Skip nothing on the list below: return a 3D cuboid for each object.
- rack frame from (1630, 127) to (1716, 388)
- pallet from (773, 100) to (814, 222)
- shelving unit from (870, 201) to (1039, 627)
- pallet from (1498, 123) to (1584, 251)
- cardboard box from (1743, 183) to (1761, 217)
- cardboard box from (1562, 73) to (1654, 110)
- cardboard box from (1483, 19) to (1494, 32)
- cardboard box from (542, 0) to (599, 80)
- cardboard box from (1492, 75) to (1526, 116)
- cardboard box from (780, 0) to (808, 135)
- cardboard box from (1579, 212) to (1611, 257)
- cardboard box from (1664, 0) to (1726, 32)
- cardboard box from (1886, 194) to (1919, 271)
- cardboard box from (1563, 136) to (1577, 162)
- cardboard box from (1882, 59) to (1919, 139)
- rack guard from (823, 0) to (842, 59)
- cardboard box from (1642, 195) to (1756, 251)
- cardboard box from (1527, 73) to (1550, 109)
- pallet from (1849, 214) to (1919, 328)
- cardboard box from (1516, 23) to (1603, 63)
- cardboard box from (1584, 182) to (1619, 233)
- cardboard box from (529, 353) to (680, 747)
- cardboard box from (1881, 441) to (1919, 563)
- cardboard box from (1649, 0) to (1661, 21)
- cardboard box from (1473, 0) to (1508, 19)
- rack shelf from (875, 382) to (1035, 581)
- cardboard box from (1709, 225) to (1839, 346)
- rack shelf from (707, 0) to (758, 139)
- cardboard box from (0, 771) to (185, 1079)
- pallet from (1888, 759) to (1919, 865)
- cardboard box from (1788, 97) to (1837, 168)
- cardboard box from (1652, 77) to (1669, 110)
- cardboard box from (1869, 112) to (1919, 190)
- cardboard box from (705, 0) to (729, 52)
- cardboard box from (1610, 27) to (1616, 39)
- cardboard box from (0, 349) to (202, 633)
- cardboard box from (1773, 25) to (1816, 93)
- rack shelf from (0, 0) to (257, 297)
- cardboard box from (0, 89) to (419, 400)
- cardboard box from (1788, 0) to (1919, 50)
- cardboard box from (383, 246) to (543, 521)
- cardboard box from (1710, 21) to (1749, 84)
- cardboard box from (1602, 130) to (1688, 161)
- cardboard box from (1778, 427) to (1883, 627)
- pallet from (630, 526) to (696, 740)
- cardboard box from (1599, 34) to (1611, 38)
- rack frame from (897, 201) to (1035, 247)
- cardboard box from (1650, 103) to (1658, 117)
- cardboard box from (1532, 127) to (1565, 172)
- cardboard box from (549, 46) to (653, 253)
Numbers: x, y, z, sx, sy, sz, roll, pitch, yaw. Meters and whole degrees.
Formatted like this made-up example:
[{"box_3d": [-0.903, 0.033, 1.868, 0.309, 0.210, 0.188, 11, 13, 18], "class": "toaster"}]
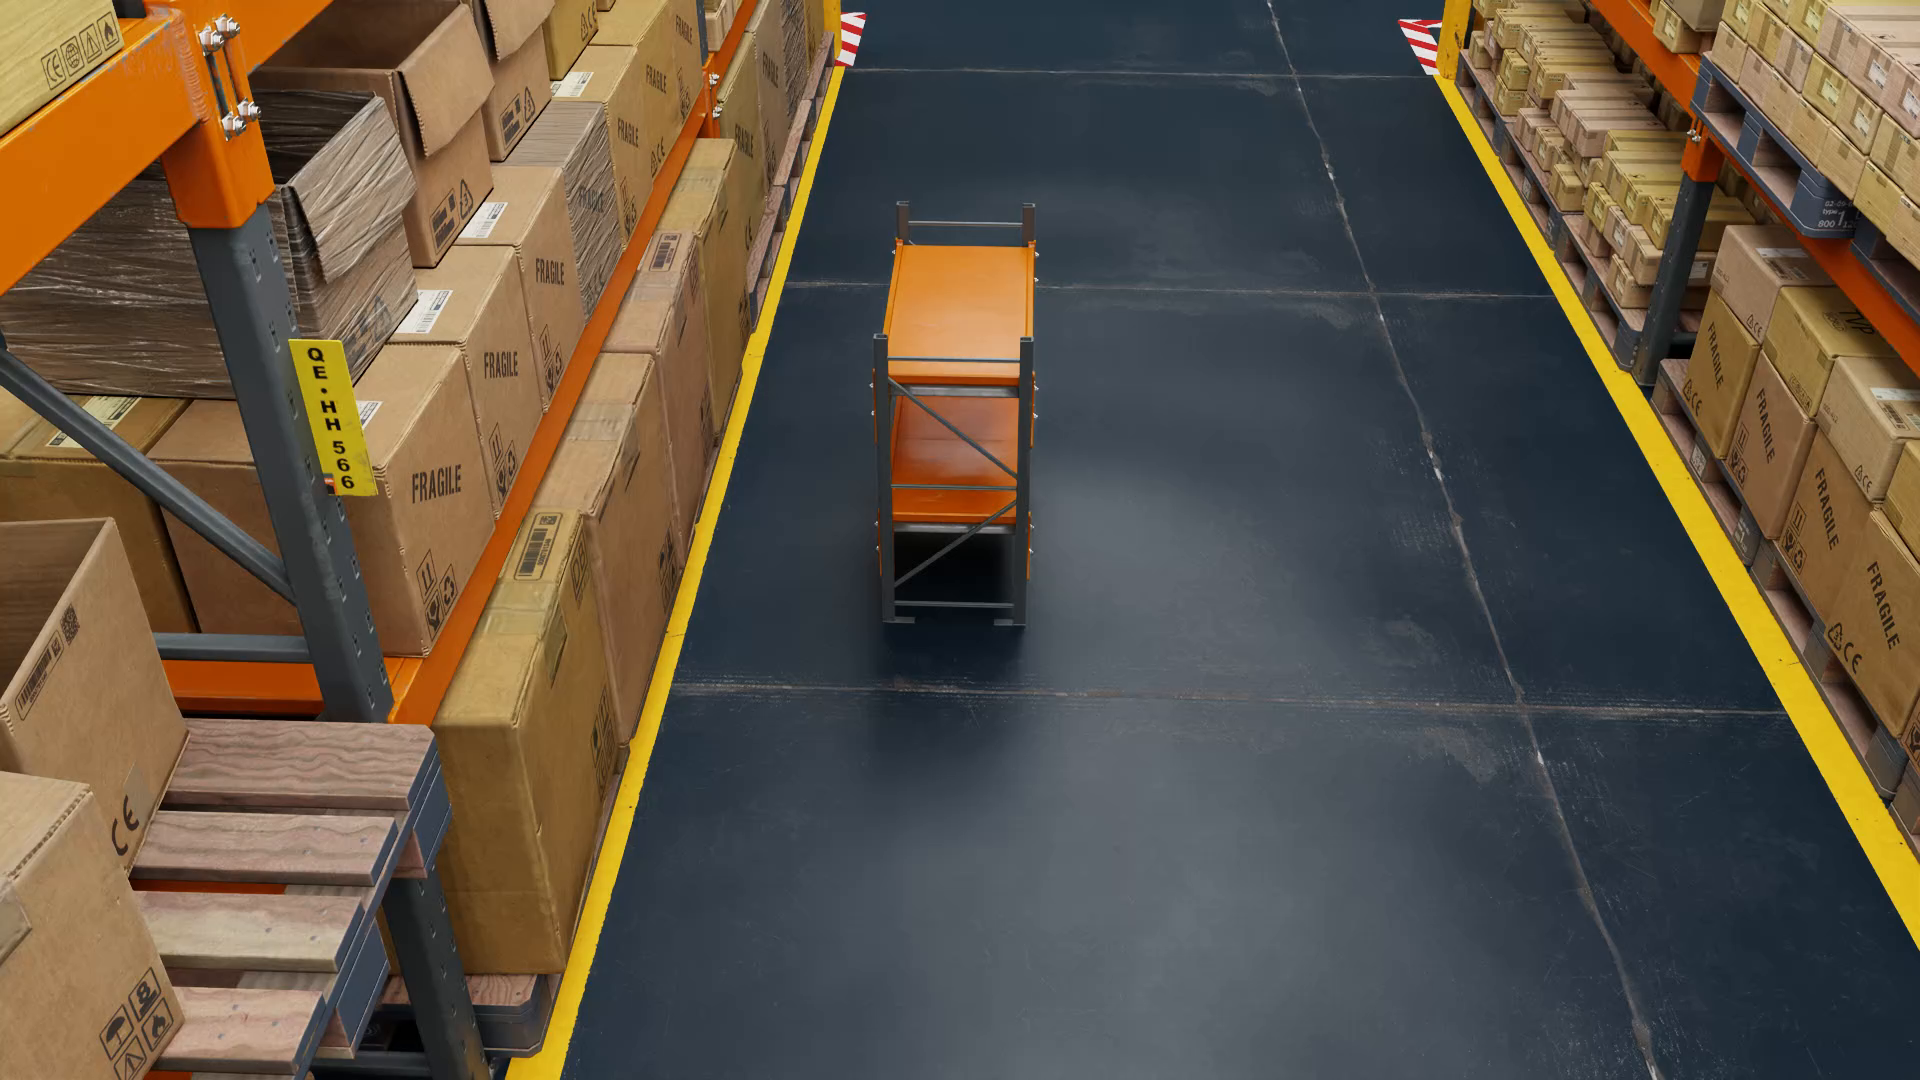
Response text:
[{"box_3d": [3.434, -1.909, 6.357, 1.000, 3.000, 0.127, 1, 35, 2], "class": "rack frame"}, {"box_3d": [-1.363, -2.078, 9.024, 1.003, 0.211, 1.213, 1, 35, 2], "class": "pallet"}, {"box_3d": [0.000, -0.464, 5.932, 0.538, 1.125, 1.048, 1, 35, 2], "class": "shelving unit"}, {"box_3d": [3.472, -1.857, 8.709, 1.003, 0.211, 1.213, 1, 35, 2], "class": "pallet"}, {"box_3d": [3.725, -1.508, 7.383, 0.380, 0.149, 0.250, 3, 35, 4], "class": "cardboard box"}, {"box_3d": [3.286, -2.259, 8.453, 0.380, 0.149, 0.250, 1, 35, 2], "class": "cardboard box"}, {"box_3d": [3.317, -3.039, 9.821, 0.380, 0.149, 0.250, 3, 35, 4], "class": "cardboard box"}, {"box_3d": [-1.575, -1.771, 5.202, 0.797, 0.503, 0.637, 2, 35, 2], "class": "cardboard box"}, {"box_3d": [3.202, -2.479, 9.283, 0.380, 0.149, 0.250, 2, 35, 2], "class": "cardboard box"}, {"box_3d": [-1.340, -2.790, 9.093, 0.875, 0.875, 0.875, 1, 35, 2], "class": "cardboard box"}, {"box_3d": [3.149, -1.448, 7.816, 0.380, 0.149, 0.250, 0, 35, 0], "class": "cardboard box"}, {"box_3d": [3.171, -2.356, 6.648, 0.500, 0.500, 0.500, 1, 35, 2], "class": "cardboard box"}, {"box_3d": [2.898, -0.867, 4.728, 0.380, 0.149, 0.250, 0, 35, 0], "class": "cardboard box"}, {"box_3d": [3.250, -1.976, 8.309, 0.380, 0.149, 0.250, 0, 35, 0], "class": "cardboard box"}, {"box_3d": [2.907, -1.263, 4.774, 0.380, 0.149, 0.250, 3, 35, 4], "class": "cardboard box"}, {"box_3d": [-1.357, -3.371, 10.611, 1.175, 0.500, 0.348, 1, 35, 2], "class": "rack guard"}, {"box_3d": [3.188, -1.368, 7.184, 0.380, 0.149, 0.250, 2, 35, 3], "class": "cardboard box"}, {"box_3d": [3.293, -2.441, 8.969, 0.380, 0.149, 0.250, 0, 35, 0], "class": "cardboard box"}, {"box_3d": [3.312, -0.670, 4.762, 1.003, 0.211, 1.213, 1, 35, 2], "class": "pallet"}, {"box_3d": [3.278, -2.715, 9.101, 0.380, 0.149, 0.250, 0, 35, 0], "class": "cardboard box"}, {"box_3d": [3.120, -1.534, 7.680, 0.380, 0.149, 0.250, 0, 35, 0], "class": "cardboard box"}, {"box_3d": [-1.587, 0.006, 5.115, 1.225, 0.875, 0.875, 1, 35, 2], "class": "cardboard box"}, {"box_3d": [3.084, -0.048, 4.865, 0.500, 0.250, 0.500, 2, 35, 3], "class": "cardboard box"}, {"box_3d": [3.183, -2.278, 7.101, 0.380, 0.149, 0.250, 3, 35, 4], "class": "cardboard box"}, {"box_3d": [3.234, -3.162, 9.738, 0.380, 0.149, 0.250, 0, 35, 0], "class": "cardboard box"}, {"box_3d": [0.000, -0.264, 6.073, 0.538, 0.278, 1.000, 1, 35, 2], "class": "rack shelf"}, {"box_3d": [3.140, -0.946, 6.144, 0.500, 0.250, 0.500, 0, 35, 0], "class": "cardboard box"}, {"box_3d": [-1.438, -2.936, 8.445, 1.077, 0.370, 4.000, 1, 35, 2], "class": "rack shelf"}, {"box_3d": [-1.583, 0.638, 2.281, 0.700, 0.500, 0.500, 6, 36, 9], "class": "cardboard box"}, {"box_3d": [3.306, 1.081, 4.528, 1.003, 0.211, 1.213, 1, 35, 2], "class": "pallet"}, {"box_3d": [2.928, -1.315, 5.365, 0.380, 0.149, 0.250, 2, 35, 2], "class": "cardboard box"}, {"box_3d": [3.743, -2.248, 8.437, 0.380, 0.149, 0.250, 1, 35, 2], "class": "cardboard box"}, {"box_3d": [2.911, -1.130, 4.843, 0.380, 0.149, 0.250, 1, 35, 1], "class": "cardboard box"}, {"box_3d": [-1.174, -2.141, 6.906, 0.380, 0.149, 0.250, 1, 35, 2], "class": "cardboard box"}, {"box_3d": [3.875, -2.851, 9.295, 0.380, 0.149, 0.250, 1, 35, 1], "class": "cardboard box"}, {"box_3d": [-1.907, -0.113, 3.716, 0.500, 0.500, 0.500, 2, 35, 3], "class": "cardboard box"}, {"box_3d": [2.940, -1.586, 5.493, 0.380, 0.149, 0.250, 2, 35, 3], "class": "cardboard box"}, {"box_3d": [-1.759, 0.433, 1.042, 1.077, 0.370, 4.000, 1, 35, 2], "class": "rack shelf"}, {"box_3d": [-1.633, -0.654, 3.613, 0.797, 0.503, 0.637, 2, 35, 3], "class": "cardboard box"}, {"box_3d": [2.940, -1.698, 5.393, 0.380, 0.149, 0.250, 2, 35, 2], "class": "cardboard box"}, {"box_3d": [-1.369, -0.393, 4.114, 0.500, 0.500, 0.500, 0, 35, 1], "class": "cardboard box"}, {"box_3d": [2.958, -1.762, 6.002, 0.380, 0.149, 0.250, 0, 35, 0], "class": "cardboard box"}, {"box_3d": [3.250, -1.806, 7.808, 0.380, 0.149, 0.250, 2, 35, 3], "class": "cardboard box"}, {"box_3d": [3.112, -0.034, 5.498, 0.500, 0.500, 0.500, 2, 35, 3], "class": "cardboard box"}, {"box_3d": [-1.520, 0.207, 5.771, 1.003, 0.211, 1.213, 1, 35, 2], "class": "pallet"}, {"box_3d": [3.794, -2.875, 9.588, 0.380, 0.149, 0.250, 1, 35, 1], "class": "cardboard box"}, {"box_3d": [0.021, -0.756, 6.348, 0.500, 1.125, 0.032, 1, 35, 2], "class": "rack frame"}, {"box_3d": [3.802, -2.281, 8.742, 0.380, 0.149, 0.250, 3, 35, 4], "class": "cardboard box"}, {"box_3d": [3.205, -2.030, 8.643, 0.380, 0.149, 0.250, 1, 35, 2], "class": "cardboard box"}, {"box_3d": [-1.305, -1.263, 5.351, 0.500, 0.500, 0.500, 1, 35, 1], "class": "cardboard box"}]
